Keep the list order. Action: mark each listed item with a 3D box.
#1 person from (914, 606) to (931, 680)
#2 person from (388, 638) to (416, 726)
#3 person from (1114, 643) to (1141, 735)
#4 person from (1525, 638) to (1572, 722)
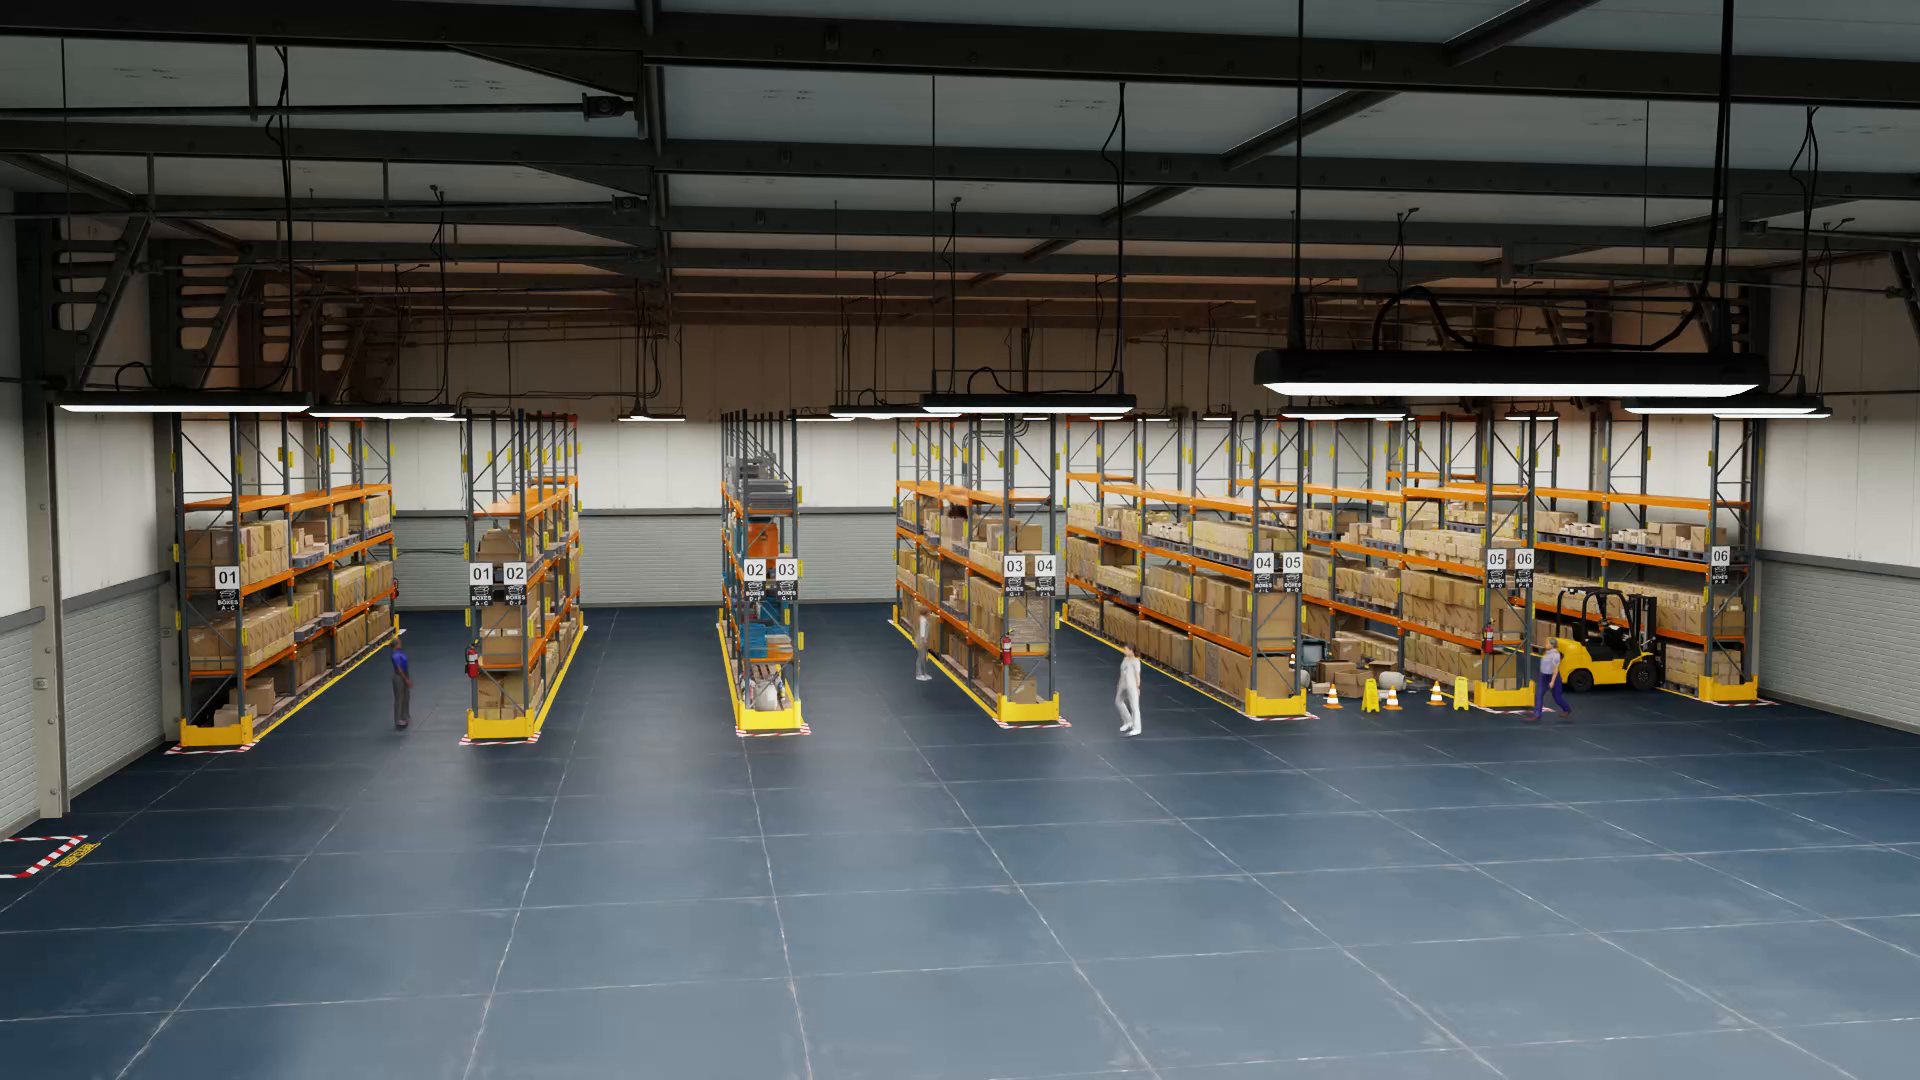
[{"bbox_3d":[-0.797,2.317,35.761,0.371,1.387,0.433,0,4,-2],"label":"person"},{"bbox_3d":[-10.611,2.697,31.705,0.518,1.684,0.521,1,4,9],"label":"person"},{"bbox_3d":[3.129,2.730,30.711,0.392,1.685,0.531,-3,5,-33],"label":"person"},{"bbox_3d":[11.362,2.682,31.963,0.958,1.611,0.469,-3,5,-34],"label":"person"}]
